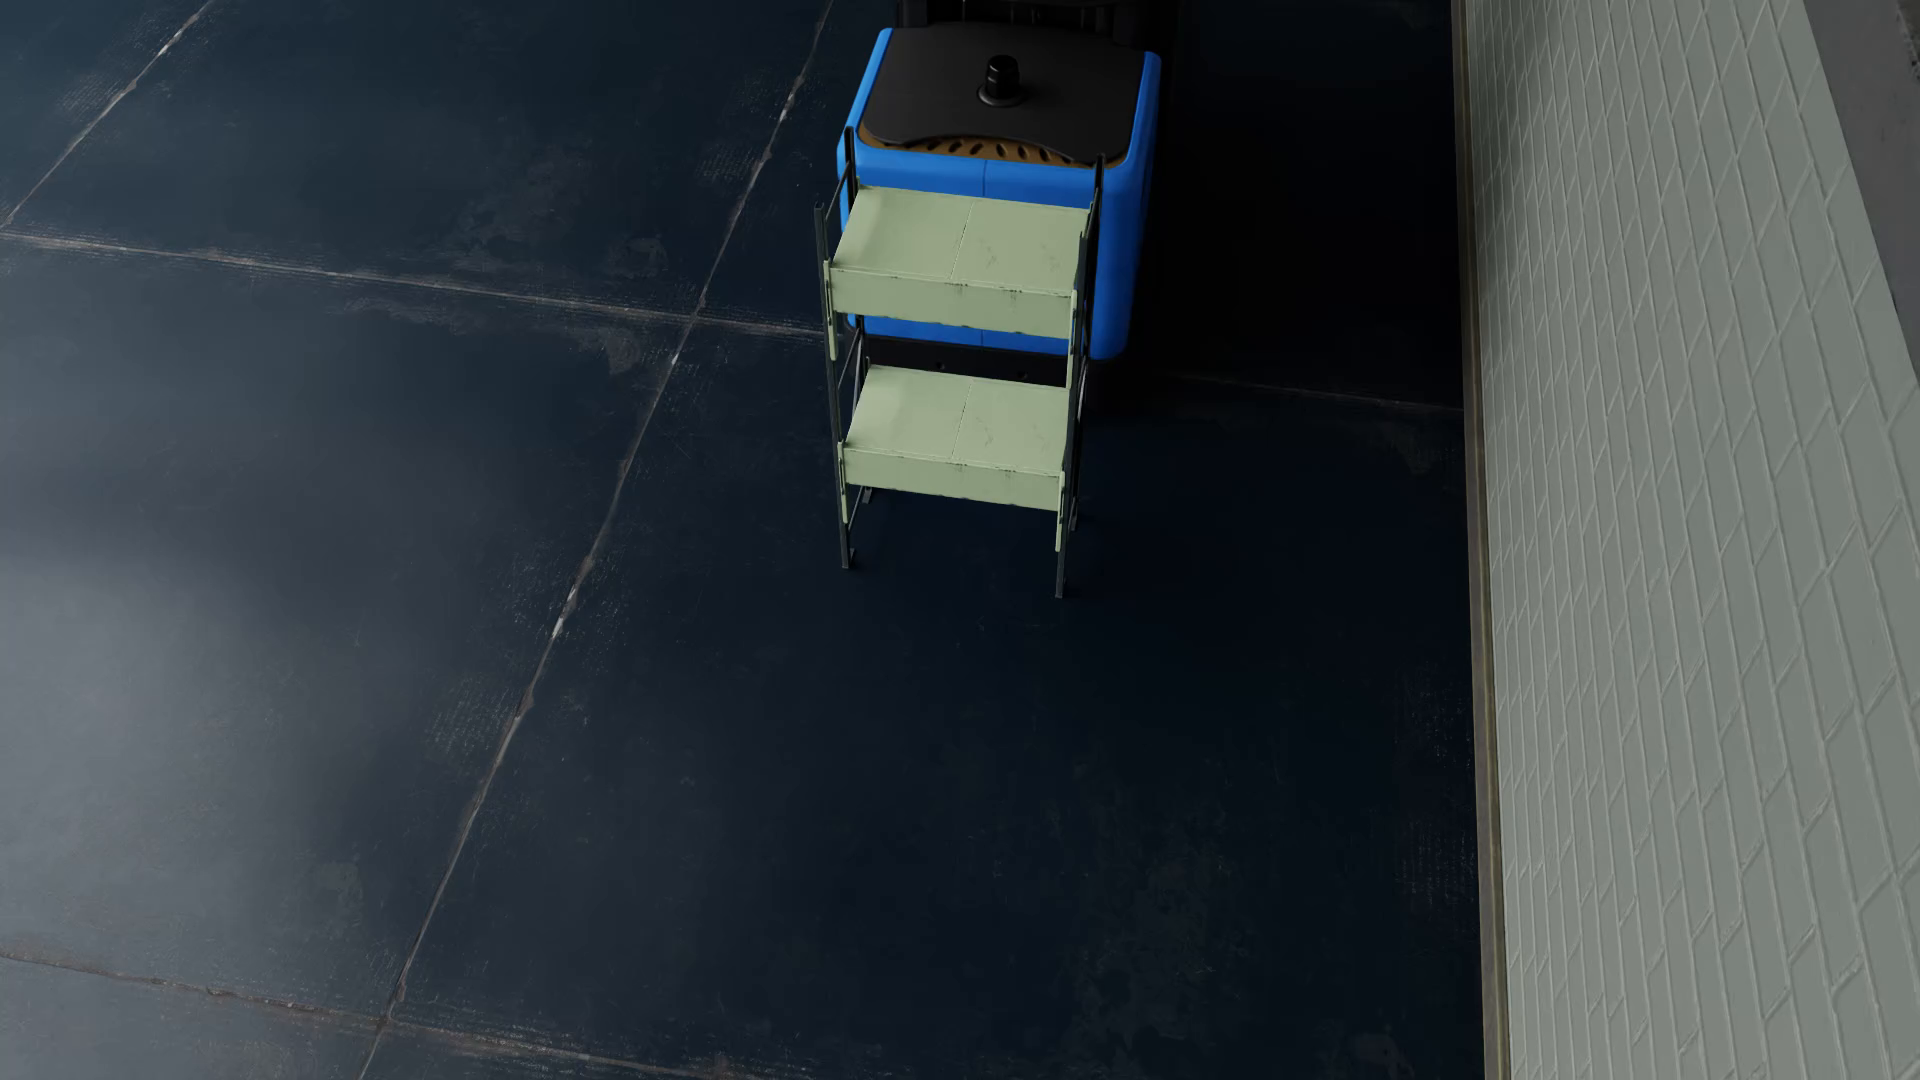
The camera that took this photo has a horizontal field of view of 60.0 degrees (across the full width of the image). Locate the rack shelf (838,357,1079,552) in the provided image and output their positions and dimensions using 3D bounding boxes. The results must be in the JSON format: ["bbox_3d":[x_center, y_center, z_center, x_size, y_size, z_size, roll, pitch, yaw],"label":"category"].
[{"bbox_3d":[0.007,-0.283,5.434,0.720,0.370,0.431,8,49,7],"label":"rack shelf"}]

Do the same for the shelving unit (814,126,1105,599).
[{"bbox_3d":[0.007,-0.500,5.191,0.755,1.500,0.431,8,49,7],"label":"shelving unit"}]

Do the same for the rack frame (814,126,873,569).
[{"bbox_3d":[-0.354,-0.549,5.235,0.023,1.500,0.400,8,49,7],"label":"rack frame"}]

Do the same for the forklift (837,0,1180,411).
[{"bbox_3d":[0.327,-2.565,6.085,1.130,2.935,3.031,7,48,6],"label":"forklift"}]

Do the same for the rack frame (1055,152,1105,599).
[{"bbox_3d":[0.367,-0.452,5.148,0.023,1.500,0.400,8,49,7],"label":"rack frame"}]

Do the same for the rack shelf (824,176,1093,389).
[{"bbox_3d":[0.007,-0.761,4.901,0.720,0.370,0.431,8,49,7],"label":"rack shelf"}]
